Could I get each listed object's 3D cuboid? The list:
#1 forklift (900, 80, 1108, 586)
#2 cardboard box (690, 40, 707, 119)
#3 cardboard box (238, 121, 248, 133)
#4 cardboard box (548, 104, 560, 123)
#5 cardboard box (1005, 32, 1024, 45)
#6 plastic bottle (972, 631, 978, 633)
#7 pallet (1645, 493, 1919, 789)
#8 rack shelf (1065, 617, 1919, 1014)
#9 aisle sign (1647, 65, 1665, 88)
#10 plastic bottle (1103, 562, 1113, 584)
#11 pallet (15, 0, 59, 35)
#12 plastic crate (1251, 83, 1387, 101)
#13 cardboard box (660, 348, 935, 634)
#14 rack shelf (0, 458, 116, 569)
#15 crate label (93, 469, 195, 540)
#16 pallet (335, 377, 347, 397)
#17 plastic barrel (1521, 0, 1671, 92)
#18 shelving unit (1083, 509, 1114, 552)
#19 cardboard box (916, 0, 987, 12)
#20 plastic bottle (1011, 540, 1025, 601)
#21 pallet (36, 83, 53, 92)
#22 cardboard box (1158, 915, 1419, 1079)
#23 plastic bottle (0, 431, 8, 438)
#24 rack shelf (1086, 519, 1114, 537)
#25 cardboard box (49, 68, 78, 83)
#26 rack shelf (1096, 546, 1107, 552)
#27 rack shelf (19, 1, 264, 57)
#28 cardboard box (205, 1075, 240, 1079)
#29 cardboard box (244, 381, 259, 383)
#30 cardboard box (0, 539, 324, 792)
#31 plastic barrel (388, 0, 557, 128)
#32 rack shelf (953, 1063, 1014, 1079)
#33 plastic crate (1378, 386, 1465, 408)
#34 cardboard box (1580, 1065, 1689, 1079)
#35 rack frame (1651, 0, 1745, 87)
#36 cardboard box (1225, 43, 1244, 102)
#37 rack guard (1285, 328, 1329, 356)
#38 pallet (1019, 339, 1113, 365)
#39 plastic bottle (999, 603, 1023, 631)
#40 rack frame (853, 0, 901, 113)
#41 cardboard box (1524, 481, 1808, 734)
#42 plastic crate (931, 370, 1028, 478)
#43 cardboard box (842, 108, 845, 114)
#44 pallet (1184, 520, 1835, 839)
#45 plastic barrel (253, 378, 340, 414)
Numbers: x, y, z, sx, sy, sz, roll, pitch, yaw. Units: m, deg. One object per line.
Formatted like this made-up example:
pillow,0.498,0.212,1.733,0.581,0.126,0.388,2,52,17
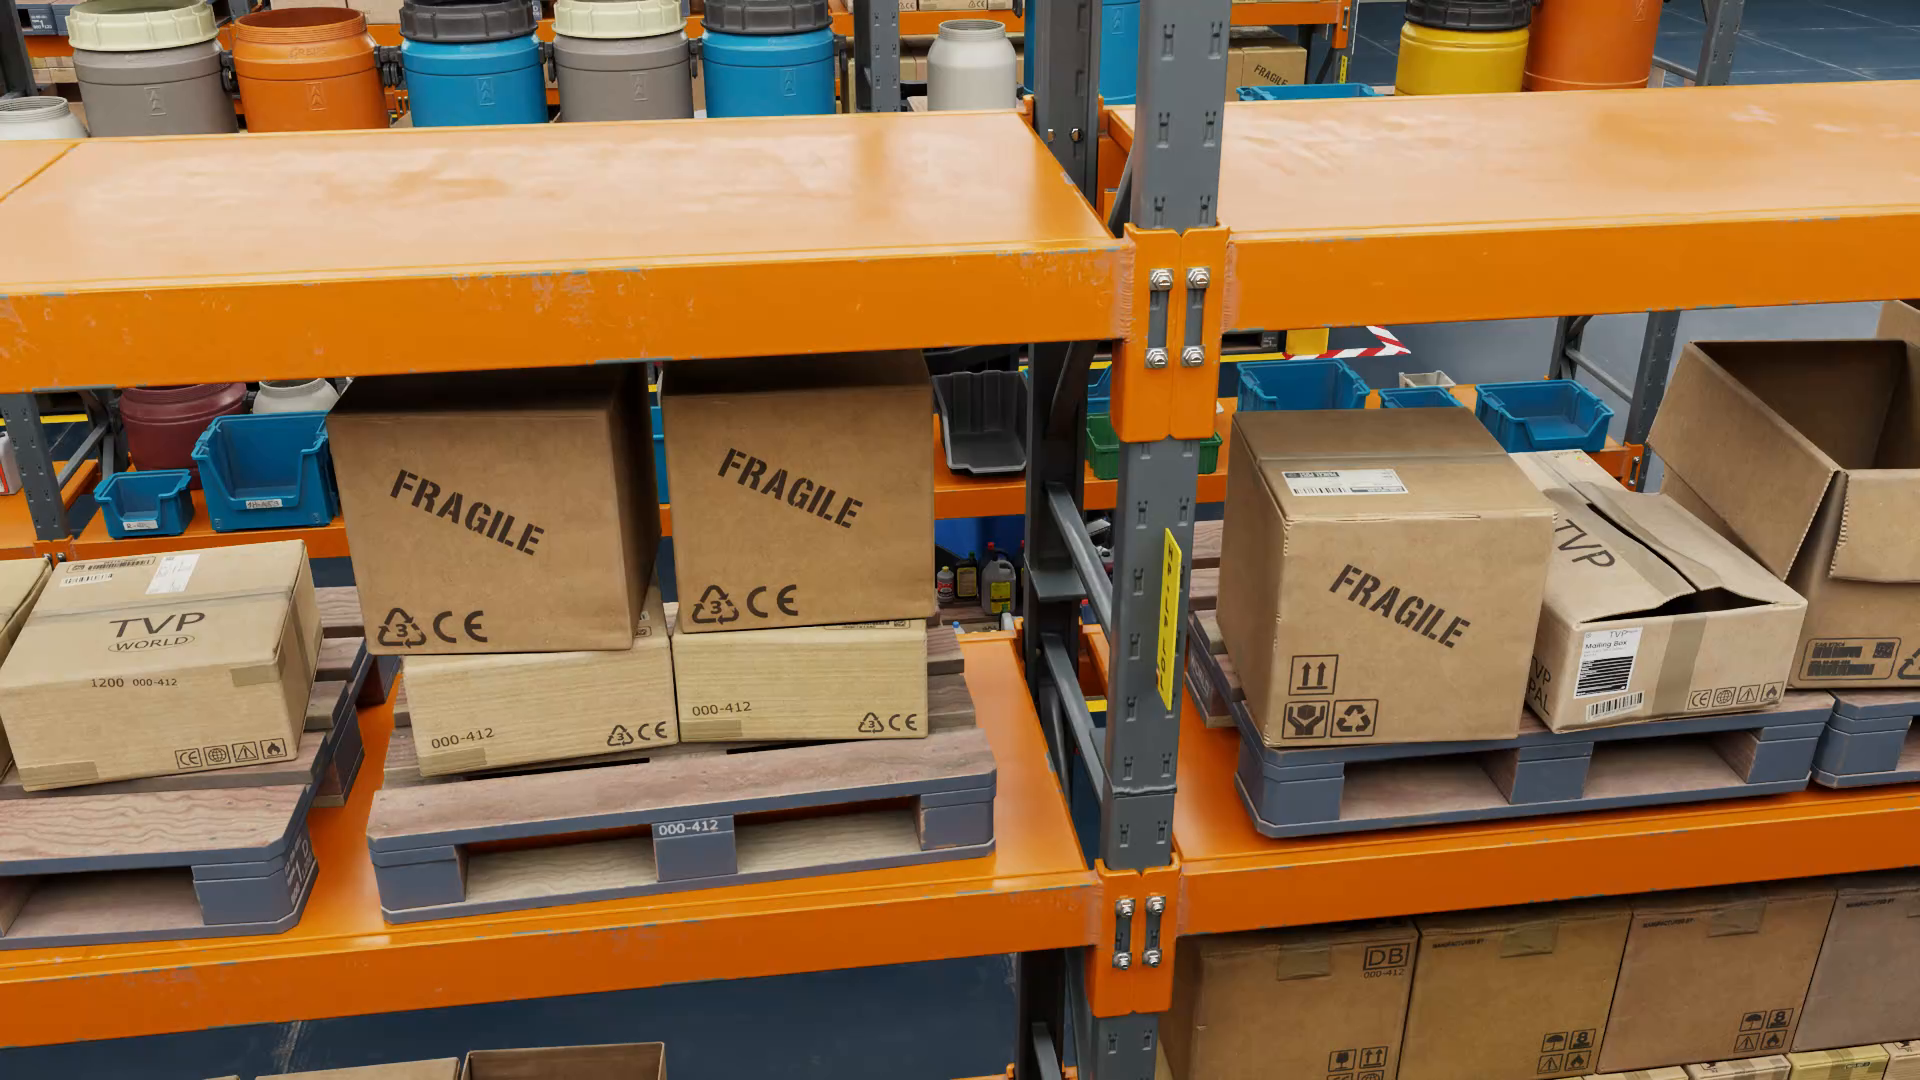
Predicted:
forklift,-0.388,-1.529,10.520,1.130,2.935,3.031,-20,33,-33
cardboard box,-1.895,-3.342,12.860,1.000,1.000,1.000,-3,27,-7
cardboard box,-7.285,-4.053,16.821,0.500,0.250,0.500,-3,27,-6
cardboard box,-4.160,-4.110,17.479,0.750,0.750,1.050,-3,27,-6
cardboard box,0.309,-3.714,13.171,0.500,0.500,0.500,-4,27,-7
plastic bottle,0.079,0.585,8.908,0.097,0.201,0.097,0,27,0
pallet,2.334,0.166,3.952,1.213,0.211,1.003,-4,27,-7
rack shelf,2.268,0.462,4.067,4.000,0.370,1.077,-4,27,-7
aisle sign,3.593,-2.184,8.873,0.004,0.787,0.394,-4,27,-7
plastic bottle,0.886,0.212,9.544,0.133,0.283,0.061,-4,27,-7
pallet,-6.787,-3.734,11.662,1.213,0.211,1.003,-2,27,-5
plastic crate,1.716,-1.960,8.017,0.575,0.384,0.392,-4,27,-7
cardboard box,-0.328,-0.163,3.380,0.500,0.500,0.500,-3,27,-6
rack shelf,-6.340,0.066,8.124,4.000,0.370,1.077,-4,27,-7
crate label,-3.890,-0.164,7.968,0.416,0.233,0.303,-4,27,-7
pallet,-4.275,-1.429,13.304,1.213,0.211,1.003,-4,27,-7
plastic barrel,3.099,-2.515,8.149,0.708,0.830,0.600,-4,27,-7
shelving unit,0.757,-0.091,9.941,0.258,0.900,0.210,-20,33,-33
cardboard box,-0.084,-4.092,12.317,0.500,0.250,0.500,-4,27,-8
plastic bottle,0.389,0.163,9.566,0.185,0.351,0.144,-5,28,-10
pallet,-8.824,-4.512,16.469,1.213,0.211,1.003,-4,27,-7
cardboard box,0.727,0.951,4.081,0.500,0.500,0.700,-4,27,-7
plastic bottle,-4.833,-0.445,8.467,0.135,0.276,0.152,-4,27,-7
rack shelf,0.757,-0.061,9.956,0.258,0.077,0.200,-20,33,-33
cardboard box,-8.625,-4.542,16.130,0.250,0.149,0.380,-3,27,-7
rack shelf,0.757,0.099,10.038,0.258,0.077,0.200,-20,33,-33
rack shelf,-7.030,-3.508,11.803,4.000,0.370,1.077,-4,27,-7
cardboard box,-2.014,1.699,4.043,0.500,0.500,0.500,-5,28,-10
cardboard box,-5.736,-1.828,12.894,0.875,0.875,1.225,-5,28,-10
cardboard box,-1.614,0.243,3.410,0.500,0.250,0.500,-6,28,-11
plastic barrel,-2.167,-1.980,7.488,0.708,0.901,0.600,-4,27,-7
rack shelf,-1.693,2.051,4.256,4.000,0.370,1.077,-4,27,-7
plastic crate,2.465,-0.618,8.832,0.408,0.251,0.499,-4,27,-7
cardboard box,1.593,1.275,4.159,0.250,0.149,0.380,-5,28,-9
rack frame,3.563,-3.560,7.830,0.127,3.000,1.000,-4,27,-7
cardboard box,1.868,-3.570,12.891,0.500,0.500,0.500,-4,27,-7
rack guard,2.797,-2.013,14.125,0.348,0.500,1.175,-4,27,-7
pallet,0.782,-1.772,13.973,1.213,0.211,1.003,-4,27,-7
plastic bottle,0.279,0.474,9.035,0.133,0.283,0.061,-4,27,-7
rack frame,-0.398,-3.305,7.334,0.127,3.000,1.000,-4,27,-7
cardboard box,1.358,0.112,3.444,0.500,0.311,0.500,-5,28,-10
plastic crate,0.138,-0.584,8.671,0.504,0.338,0.767,-4,27,-7
cardboard box,-0.634,-3.053,12.978,0.500,0.500,0.875,-4,27,-7
pallet,1.129,0.242,3.803,1.213,0.211,1.003,-4,27,-7
plastic barrel,-3.370,-0.593,8.498,0.421,0.512,0.421,0,27,0
